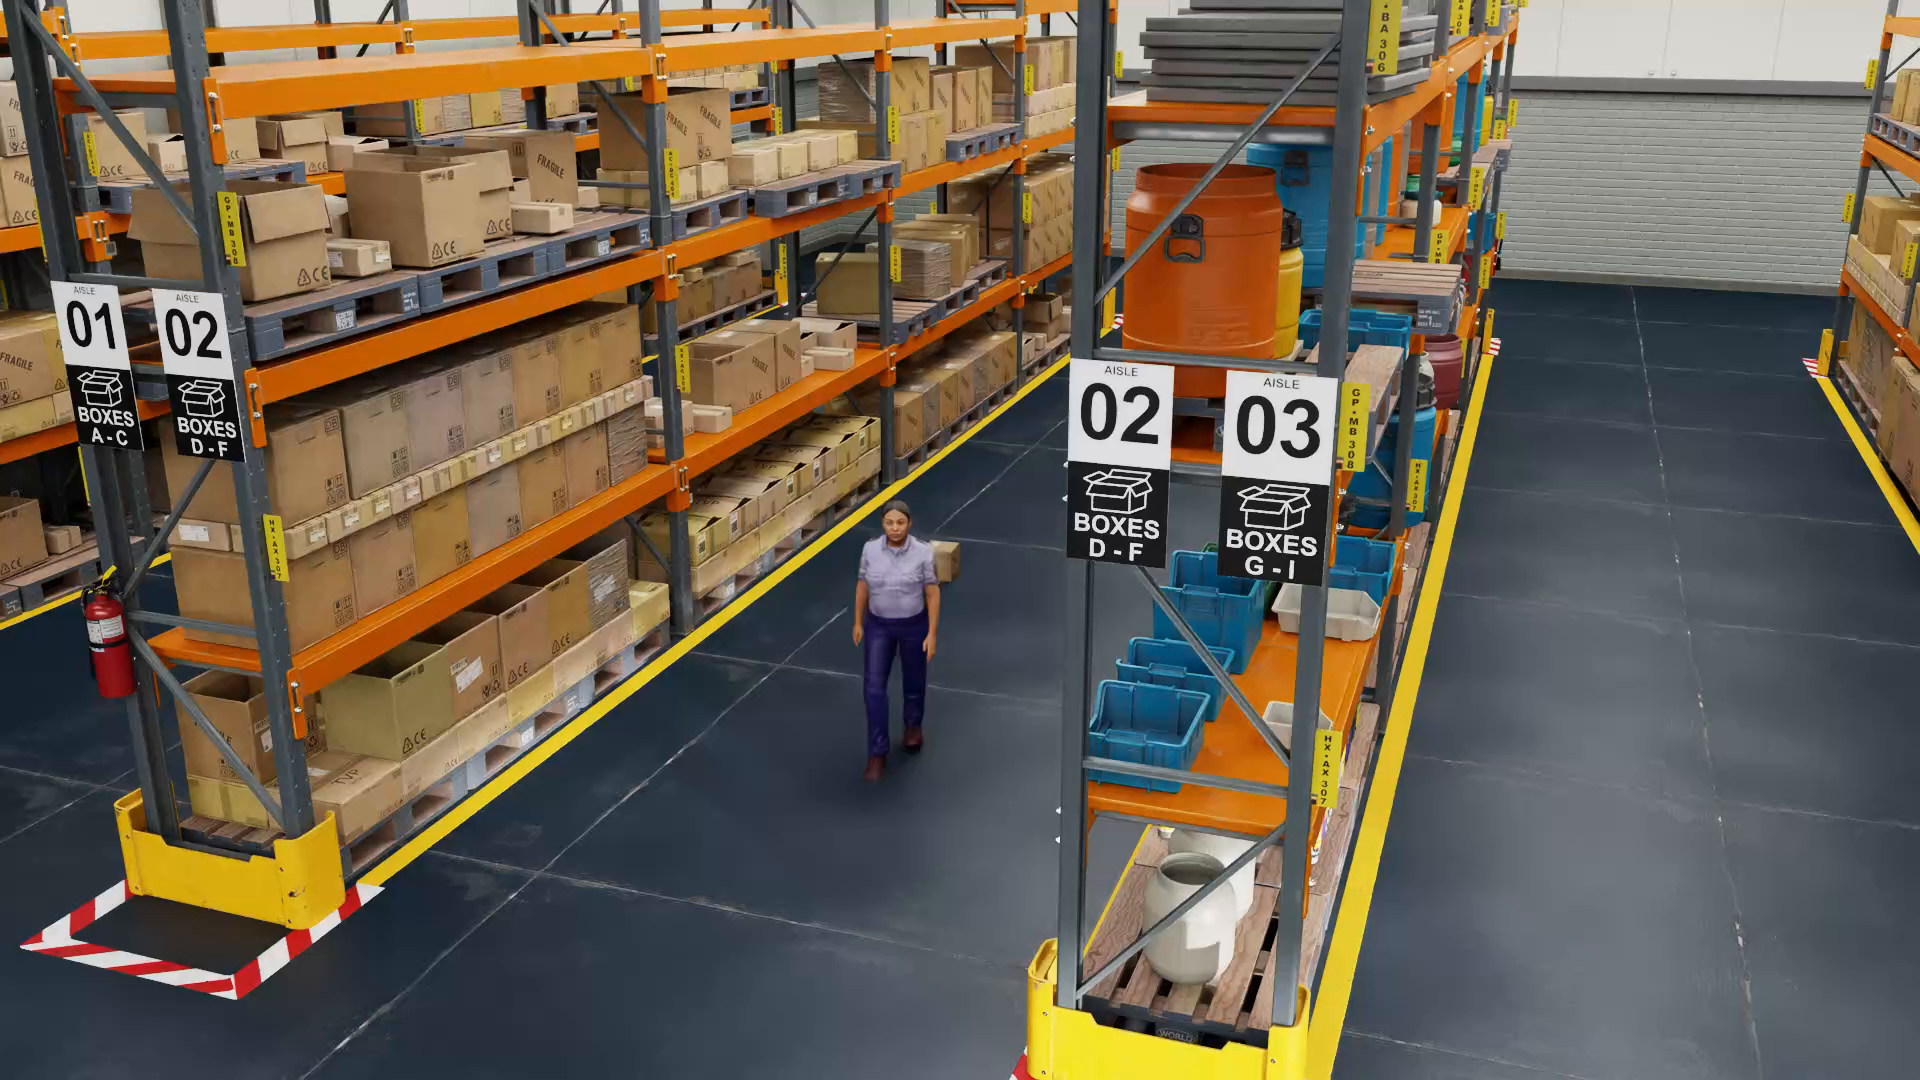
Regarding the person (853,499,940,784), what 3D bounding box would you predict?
[{"bbox_3d":[-0.387,0.578,9.952,0.542,1.691,0.746,1,19,3],"label":"person"}]
